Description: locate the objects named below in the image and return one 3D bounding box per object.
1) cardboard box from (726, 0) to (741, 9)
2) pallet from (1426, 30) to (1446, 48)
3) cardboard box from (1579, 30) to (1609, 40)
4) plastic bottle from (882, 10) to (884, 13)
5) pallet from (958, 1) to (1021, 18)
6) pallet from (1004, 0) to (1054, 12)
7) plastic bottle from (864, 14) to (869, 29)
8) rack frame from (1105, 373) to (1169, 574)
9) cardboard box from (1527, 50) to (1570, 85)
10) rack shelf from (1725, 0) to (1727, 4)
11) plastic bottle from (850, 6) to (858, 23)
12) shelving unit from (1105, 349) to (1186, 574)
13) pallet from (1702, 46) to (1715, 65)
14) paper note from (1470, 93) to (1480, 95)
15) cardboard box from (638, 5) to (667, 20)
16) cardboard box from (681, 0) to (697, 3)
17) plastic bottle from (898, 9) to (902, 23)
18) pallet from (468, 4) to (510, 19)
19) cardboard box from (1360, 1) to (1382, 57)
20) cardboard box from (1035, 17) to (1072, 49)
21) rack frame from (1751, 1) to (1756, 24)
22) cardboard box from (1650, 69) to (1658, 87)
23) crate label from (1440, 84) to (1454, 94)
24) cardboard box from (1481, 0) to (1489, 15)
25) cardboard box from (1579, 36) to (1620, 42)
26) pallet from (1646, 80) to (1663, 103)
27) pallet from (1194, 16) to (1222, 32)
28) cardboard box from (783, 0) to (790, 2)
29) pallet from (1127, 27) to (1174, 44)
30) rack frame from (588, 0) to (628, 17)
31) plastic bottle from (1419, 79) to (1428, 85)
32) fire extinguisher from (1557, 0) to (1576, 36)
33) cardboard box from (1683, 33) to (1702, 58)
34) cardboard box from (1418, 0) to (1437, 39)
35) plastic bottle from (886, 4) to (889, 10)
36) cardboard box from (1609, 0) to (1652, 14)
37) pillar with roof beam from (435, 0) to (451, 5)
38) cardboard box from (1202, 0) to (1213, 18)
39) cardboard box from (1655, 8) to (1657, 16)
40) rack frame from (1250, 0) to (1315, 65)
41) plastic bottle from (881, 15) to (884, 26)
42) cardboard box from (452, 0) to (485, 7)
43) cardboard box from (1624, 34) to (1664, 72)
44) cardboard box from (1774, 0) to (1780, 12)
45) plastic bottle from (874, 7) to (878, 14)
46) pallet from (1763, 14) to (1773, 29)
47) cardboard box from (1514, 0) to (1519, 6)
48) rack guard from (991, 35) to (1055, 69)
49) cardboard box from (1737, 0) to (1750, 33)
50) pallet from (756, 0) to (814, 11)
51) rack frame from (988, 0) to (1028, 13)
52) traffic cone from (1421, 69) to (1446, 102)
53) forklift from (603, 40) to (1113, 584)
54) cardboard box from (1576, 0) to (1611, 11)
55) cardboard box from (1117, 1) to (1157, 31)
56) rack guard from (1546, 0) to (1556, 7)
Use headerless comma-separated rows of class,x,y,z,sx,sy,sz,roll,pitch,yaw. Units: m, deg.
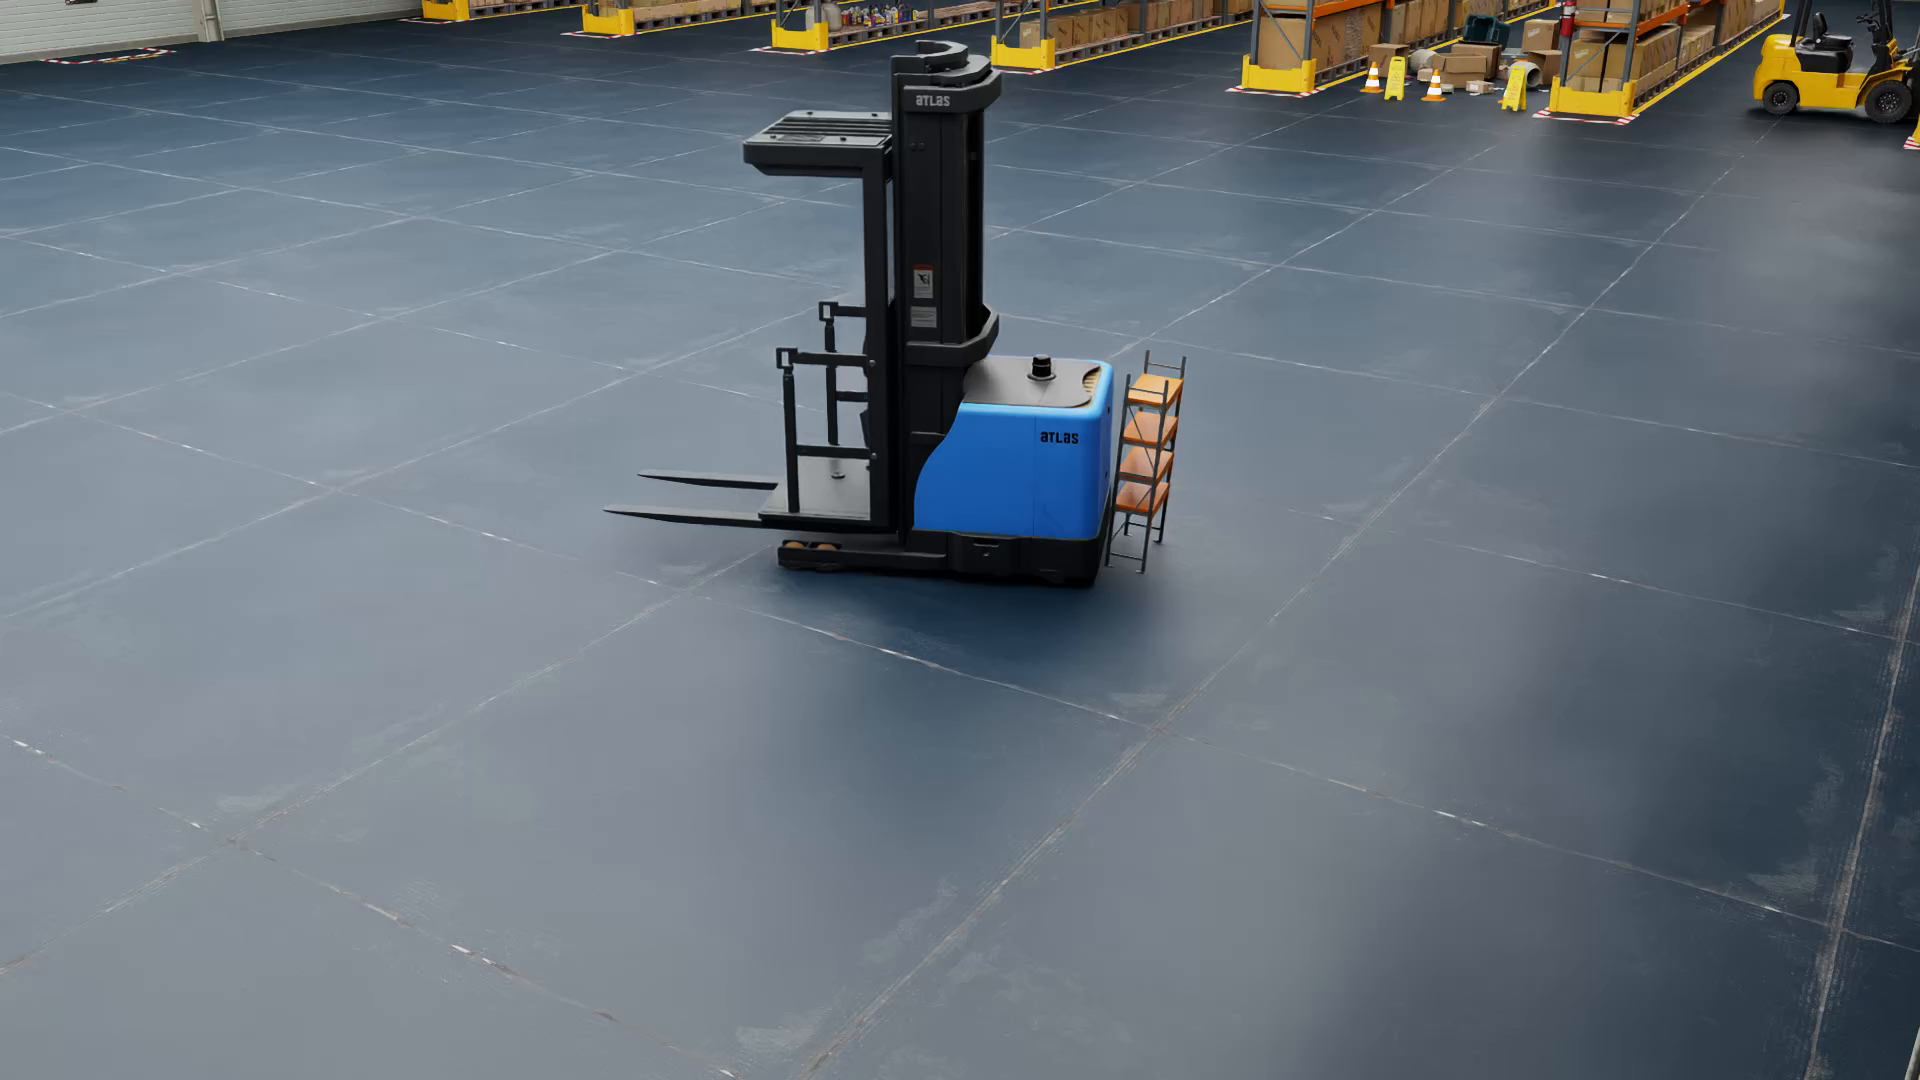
cardboard box,-5.269,-12.068,37.283,0.500,0.250,0.500,14,27,29
pallet,8.994,-10.008,33.103,1.003,0.211,1.213,14,27,29
cardboard box,9.851,-7.871,25.828,0.380,0.149,0.250,15,27,30
plastic bottle,-1.550,-10.772,34.222,0.061,0.283,0.133,14,27,29
pallet,0.664,-12.117,37.974,1.003,0.211,1.213,14,27,29
pallet,1.486,-12.645,39.194,1.003,0.211,1.213,14,27,29
plastic bottle,-1.893,-10.446,33.485,0.097,0.271,0.097,0,23,0
rack frame,1.013,-0.369,9.571,0.240,1.200,0.015,11,26,15
cardboard box,9.902,-7.963,28.011,0.500,0.500,0.500,-7,24,-17
rack shelf,14.788,-10.880,32.512,1.077,0.370,4.000,14,27,29
plastic bottle,-2.204,-10.831,34.273,0.144,0.351,0.185,15,28,31
shelving unit,1.090,-0.461,9.783,0.258,1.200,0.503,11,26,15
pallet,13.320,-8.992,30.756,1.003,0.211,1.213,14,27,29
paper note,8.321,-7.209,26.864,0.148,0.019,0.142,5,24,11
cardboard box,-6.588,-11.224,35.334,0.500,0.250,0.500,14,27,29
cardboard box,-6.055,-11.904,35.961,0.500,0.500,0.500,14,27,29
plastic bottle,-1.251,-10.849,34.400,0.061,0.283,0.133,16,28,32
pallet,-11.032,-12.039,37.793,1.003,0.211,1.213,14,27,29
cardboard box,6.973,-9.208,29.891,0.875,0.875,0.875,14,27,30
cardboard box,1.724,-9.374,30.745,0.500,0.500,0.500,-20,31,-39
rack frame,15.843,-11.885,33.929,1.000,3.000,0.127,14,27,29
cardboard box,10.726,-7.338,26.357,0.500,0.250,0.500,16,28,32
crate label,7.884,-7.333,27.017,0.250,0.136,0.298,1,23,2
cardboard box,10.863,-11.286,35.163,0.500,0.500,0.500,13,27,28
cardboard box,9.987,-7.612,26.046,0.500,0.500,0.500,15,28,31
pallet,10.656,-7.258,26.750,1.003,0.211,1.213,14,27,29
pallet,4.900,-11.069,35.553,1.003,0.211,1.213,14,27,29
cardboard box,-4.245,-12.702,38.748,0.500,0.250,0.500,13,27,27
pallet,3.613,-10.245,33.651,1.003,0.211,1.213,14,27,29
rack frame,-7.320,-11.989,34.169,1.000,3.000,0.127,14,27,29
plastic bottle,7.803,-7.719,28.003,0.133,0.061,0.283,5,24,11
fire extinguisher,9.061,-7.858,24.722,0.296,0.674,0.183,14,27,29
cardboard box,12.639,-8.828,29.646,0.950,0.372,0.625,15,28,31
cardboard box,8.618,-10.216,32.377,1.050,0.750,0.750,14,27,30
plastic bottle,-1.544,-11.234,35.305,0.097,0.271,0.097,0,23,0
cardboard box,9.999,-8.119,24.729,0.500,0.500,0.500,13,27,28
pillar with roof beam,-8.239,-15.294,34.252,9.100,9.000,0.400,14,27,29
cardboard box,4.977,-11.436,35.485,0.700,0.500,0.500,12,26,26
cardboard box,10.479,-8.122,25.553,0.380,0.149,0.250,15,27,30
rack frame,5.254,-8.838,26.891,1.000,3.000,0.127,14,27,29
plastic bottle,-1.607,-10.597,33.922,0.097,0.201,0.097,0,23,0
cardboard box,-11.089,-12.209,37.506,0.500,0.311,0.500,11,26,23
cardboard box,10.729,-7.678,26.198,0.500,0.500,0.500,14,27,30
cardboard box,17.690,-12.008,36.910,0.875,0.438,0.875,13,27,27
plastic bottle,-1.756,-10.990,34.741,0.097,0.271,0.097,0,23,0
pallet,16.953,-11.259,35.993,1.003,0.211,1.213,14,27,29
cardboard box,12.368,-12.109,37.506,0.380,0.149,0.250,13,27,28
rack guard,1.134,-8.790,29.926,1.175,0.500,0.348,14,27,29
cardboard box,15.114,-10.570,33.037,0.875,0.875,0.875,15,27,30
pallet,-4.212,-12.730,39.390,1.003,0.211,1.213,14,27,29
rack frame,1.106,-13.650,38.005,1.000,3.000,0.127,14,27,29
traffic cone,7.522,-7.204,26.309,0.336,0.463,0.334,14,27,29
forklift,-0.627,-1.355,9.692,3.031,2.935,1.130,4,24,9
cardboard box,9.565,-8.258,25.051,0.500,0.500,0.500,13,27,28
cardboard box,3.546,-10.519,33.366,0.700,0.500,0.500,12,26,25
rack guard,13.654,-13.066,39.802,1.175,0.500,0.348,14,27,29
